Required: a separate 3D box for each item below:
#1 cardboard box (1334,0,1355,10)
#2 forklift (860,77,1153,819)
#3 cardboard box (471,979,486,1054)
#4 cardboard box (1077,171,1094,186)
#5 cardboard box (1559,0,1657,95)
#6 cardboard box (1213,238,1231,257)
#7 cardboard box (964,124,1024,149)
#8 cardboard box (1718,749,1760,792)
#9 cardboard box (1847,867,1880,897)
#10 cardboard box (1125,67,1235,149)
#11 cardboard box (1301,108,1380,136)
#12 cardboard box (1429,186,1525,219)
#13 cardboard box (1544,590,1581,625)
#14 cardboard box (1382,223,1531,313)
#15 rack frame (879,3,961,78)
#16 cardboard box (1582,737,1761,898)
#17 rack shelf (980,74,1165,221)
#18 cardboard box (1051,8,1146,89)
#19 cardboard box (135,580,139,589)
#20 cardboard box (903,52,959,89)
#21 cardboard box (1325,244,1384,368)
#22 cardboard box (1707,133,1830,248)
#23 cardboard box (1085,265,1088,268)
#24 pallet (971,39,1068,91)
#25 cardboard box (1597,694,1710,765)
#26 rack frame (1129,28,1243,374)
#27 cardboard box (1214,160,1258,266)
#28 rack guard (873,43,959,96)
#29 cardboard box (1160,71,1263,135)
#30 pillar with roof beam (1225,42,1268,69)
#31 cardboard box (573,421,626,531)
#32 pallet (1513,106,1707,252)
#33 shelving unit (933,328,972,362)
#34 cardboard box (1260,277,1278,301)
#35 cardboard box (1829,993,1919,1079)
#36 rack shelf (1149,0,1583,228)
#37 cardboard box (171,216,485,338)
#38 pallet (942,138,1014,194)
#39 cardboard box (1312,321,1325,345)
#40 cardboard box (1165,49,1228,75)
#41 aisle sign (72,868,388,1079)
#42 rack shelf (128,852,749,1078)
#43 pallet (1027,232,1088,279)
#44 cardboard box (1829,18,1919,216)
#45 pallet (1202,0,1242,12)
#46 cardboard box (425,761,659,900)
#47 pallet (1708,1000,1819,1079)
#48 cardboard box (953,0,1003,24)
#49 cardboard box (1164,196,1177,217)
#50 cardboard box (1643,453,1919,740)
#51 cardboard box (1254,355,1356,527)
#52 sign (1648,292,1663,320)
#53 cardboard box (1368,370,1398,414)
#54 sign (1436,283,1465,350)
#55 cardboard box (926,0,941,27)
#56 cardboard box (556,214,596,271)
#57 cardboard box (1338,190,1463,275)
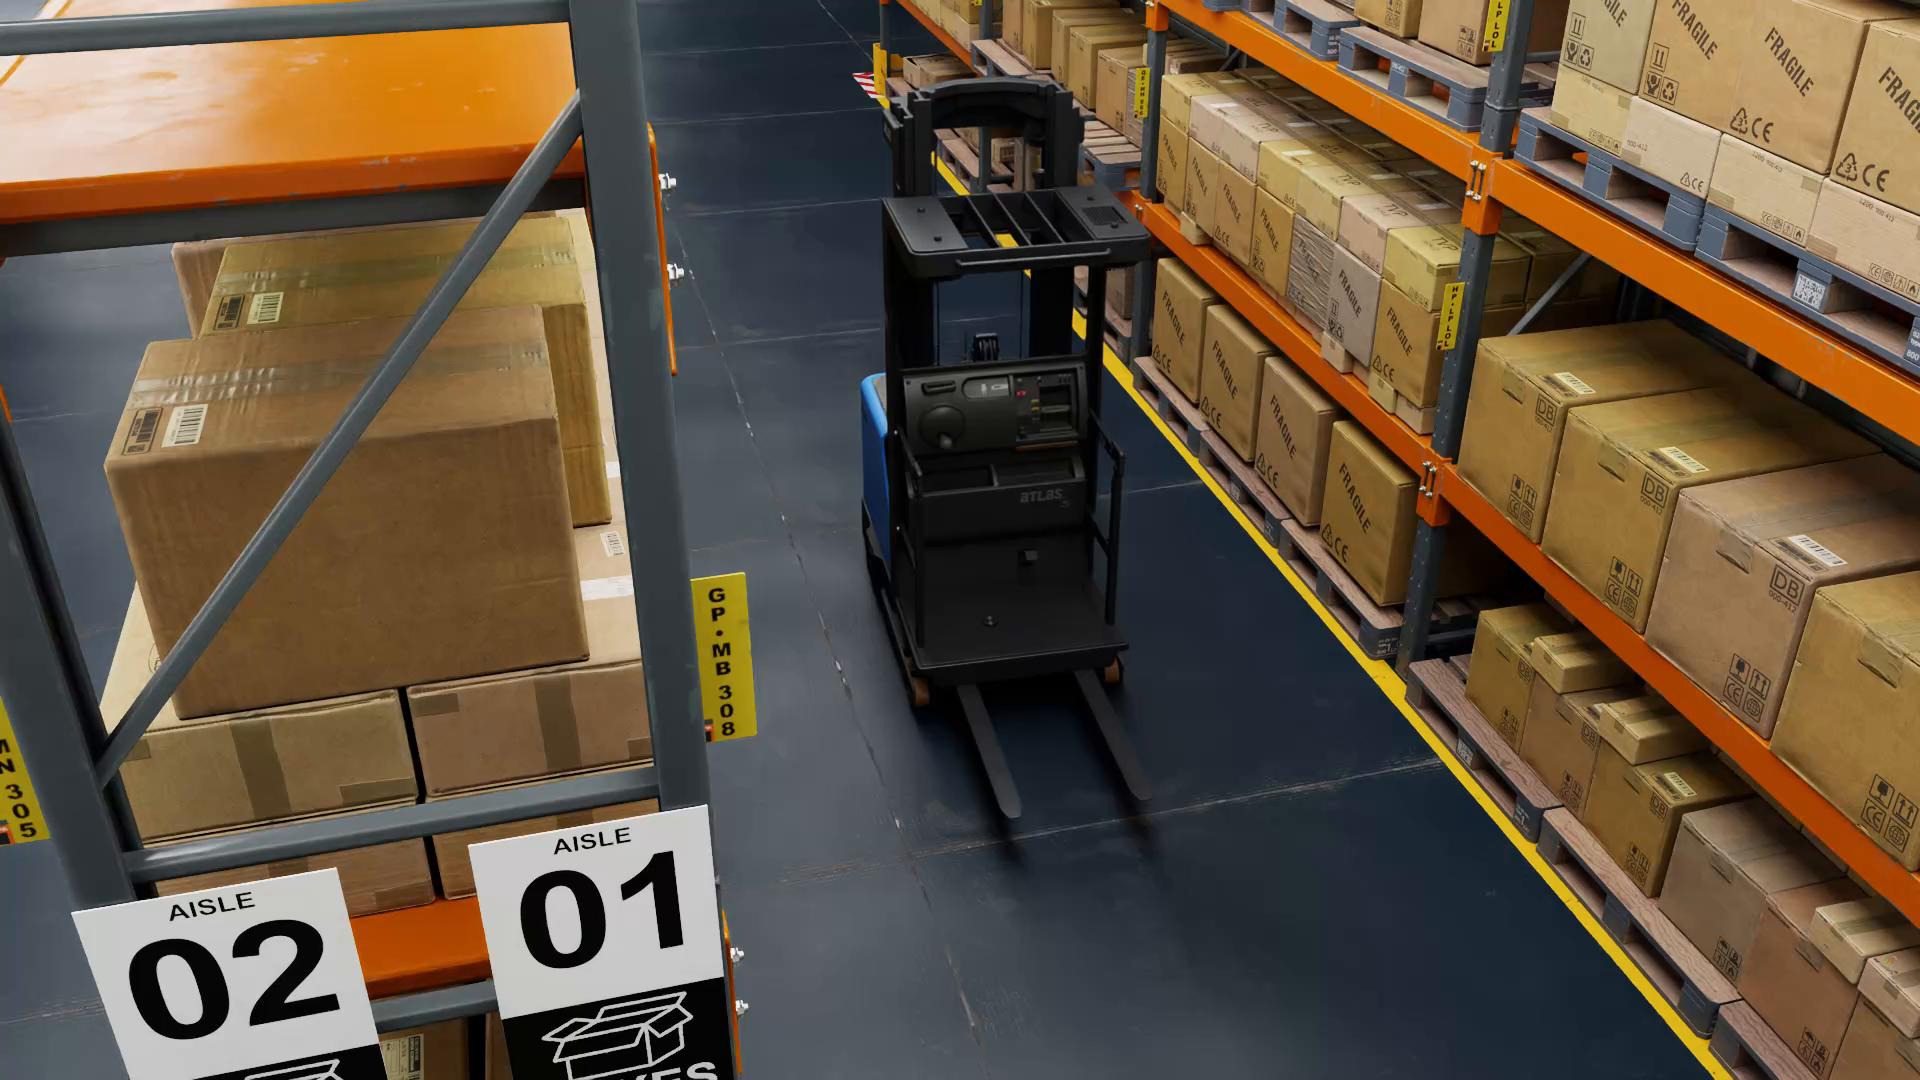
[{"bbox_3d":[2.384,-3.125,8.853,0.700,0.500,0.500,-8,31,-13],"label":"cardboard box"},{"bbox_3d":[0.227,-0.613,8.114,1.130,2.935,3.031,-6,31,-10],"label":"forklift"},{"bbox_3d":[-1.439,1.051,4.073,0.500,0.500,0.500,-7,31,-12],"label":"cardboard box"},{"bbox_3d":[1.257,-2.880,13.271,0.500,0.250,0.500,-8,31,-14],"label":"cardboard box"},{"bbox_3d":[2.711,-2.044,6.407,0.500,0.500,0.500,-8,31,-14],"label":"cardboard box"},{"bbox_3d":[1.828,-1.918,10.531,0.380,0.149,0.250,-8,31,-14],"label":"cardboard box"},{"bbox_3d":[0.355,-4.111,16.146,0.500,0.500,0.500,-10,32,-17],"label":"cardboard box"},{"bbox_3d":[3.393,0.883,6.890,0.380,0.149,0.250,-8,31,-14],"label":"cardboard box"},{"bbox_3d":[3.597,1.252,6.253,0.380,0.149,0.250,-8,31,-13],"label":"cardboard box"},{"bbox_3d":[1.596,-3.034,11.690,0.700,0.500,0.500,-12,32,-19],"label":"cardboard box"},{"bbox_3d":[2.368,-2.397,9.963,0.500,0.250,0.500,-9,31,-15],"label":"cardboard box"},{"bbox_3d":[2.776,-1.657,8.684,0.500,0.250,0.500,-7,31,-13],"label":"cardboard box"},{"bbox_3d":[3.045,0.255,7.975,0.380,0.149,0.250,-8,31,-14],"label":"cardboard box"},{"bbox_3d":[2.422,-1.340,8.136,0.500,0.250,0.500,-7,31,-12],"label":"cardboard box"},{"bbox_3d":[-0.393,-6.439,18.111,1.000,3.000,0.127,-8,31,-13],"label":"rack frame"},{"bbox_3d":[3.156,1.123,7.123,0.700,0.500,0.500,-7,31,-12],"label":"cardboard box"},{"bbox_3d":[1.200,-3.230,13.285,1.077,0.370,4.000,-8,31,-13],"label":"rack shelf"},{"bbox_3d":[1.118,-3.906,13.195,0.700,0.500,0.500,-4,30,-6],"label":"cardboard box"},{"bbox_3d":[-1.436,0.044,3.567,0.500,0.250,0.500,-8,31,-13],"label":"cardboard box"},{"bbox_3d":[-0.296,-5.119,18.076,0.500,0.311,0.500,-11,32,-19],"label":"cardboard box"},{"bbox_3d":[2.282,-1.258,8.744,0.500,0.500,0.500,-8,31,-13],"label":"cardboard box"},{"bbox_3d":[2.987,-1.238,5.762,0.500,0.250,0.500,-9,31,-15],"label":"cardboard box"},{"bbox_3d":[1.306,-2.525,13.405,0.700,0.500,0.500,-8,31,-14],"label":"cardboard box"},{"bbox_3d":[0.732,-4.035,14.150,1.003,0.211,1.213,-8,31,-13],"label":"pallet"},{"bbox_3d":[2.946,0.793,7.046,0.380,0.149,0.250,-9,31,-15],"label":"cardboard box"},{"bbox_3d":[1.731,-2.575,11.436,1.000,3.000,0.127,-8,31,-13],"label":"rack frame"},{"bbox_3d":[1.874,-1.993,10.013,0.500,0.500,0.500,-8,31,-13],"label":"cardboard box"},{"bbox_3d":[-0.372,-5.320,18.674,1.175,0.500,0.348,-8,31,-13],"label":"rack guard"},{"bbox_3d":[1.610,-2.813,10.681,0.500,0.250,0.500,-7,31,-12],"label":"cardboard box"},{"bbox_3d":[-1.931,-5.342,10.227,9.100,9.000,0.400,-8,31,-13],"label":"pillar with roof beam"},{"bbox_3d":[-0.932,-0.026,3.687,0.500,0.250,0.500,-8,31,-13],"label":"cardboard box"},{"bbox_3d":[3.000,-1.506,6.684,1.003,0.211,1.213,-8,31,-13],"label":"pallet"},{"bbox_3d":[-0.060,-0.660,9.924,0.258,1.200,0.189,-6,31,-10],"label":"shelving unit"},{"bbox_3d":[2.013,-1.546,9.888,0.380,0.149,0.250,-8,31,-13],"label":"cardboard box"},{"bbox_3d":[3.572,1.864,5.842,0.700,0.500,0.500,-8,31,-13],"label":"cardboard box"},{"bbox_3d":[2.262,-2.596,9.196,1.077,0.370,4.000,-8,31,-13],"label":"rack shelf"},{"bbox_3d":[-1.360,-0.551,3.846,0.700,0.500,0.500,-8,31,-13],"label":"cardboard box"},{"bbox_3d":[0.457,-3.620,16.024,1.003,0.211,1.213,-8,31,-13],"label":"pallet"},{"bbox_3d":[2.187,-1.165,9.231,0.380,0.149,0.250,-8,31,-13],"label":"cardboard box"},{"bbox_3d":[1.610,-3.252,11.419,0.380,0.149,0.250,-12,32,-20],"label":"cardboard box"},{"bbox_3d":[-1.198,0.898,2.841,0.394,0.787,0.004,-8,31,-13],"label":"aisle sign"},{"bbox_3d":[-1.452,-0.004,4.717,1.077,0.370,4.000,-8,31,-13],"label":"rack shelf"},{"bbox_3d":[1.205,-2.334,13.803,1.003,0.211,1.213,-8,31,-13],"label":"pallet"},{"bbox_3d":[3.128,-1.305,5.130,0.500,0.500,0.500,-9,31,-15],"label":"cardboard box"},{"bbox_3d":[1.953,-3.488,10.206,1.213,0.211,1.003,-6,31,-11],"label":"pallet"},{"bbox_3d":[-0.812,0.434,3.392,0.500,0.250,0.500,-8,31,-13],"label":"cardboard box"},{"bbox_3d":[3.567,2.120,6.108,1.003,0.211,1.213,-8,31,-13],"label":"pallet"},{"bbox_3d":[0.246,-4.962,14.942,0.500,0.500,0.500,-8,31,-13],"label":"cardboard box"},{"bbox_3d":[1.595,-2.285,11.166,0.380,0.149,0.250,-8,31,-14],"label":"cardboard box"},{"bbox_3d":[3.312,0.195,6.351,0.980,0.700,0.700,-9,31,-16],"label":"cardboard box"},{"bbox_3d":[2.256,-0.620,9.785,0.750,0.750,0.750,-7,31,-12],"label":"cardboard box"},{"bbox_3d":[3.327,-1.127,7.990,0.100,0.325,0.005,-8,31,-13],"label":"sign"},{"bbox_3d":[2.340,-0.787,8.578,0.380,0.149,0.250,-7,31,-12],"label":"cardboard box"},{"bbox_3d":[2.272,-1.033,7.695,0.100,0.325,0.005,-8,31,-13],"label":"sign"},{"bbox_3d":[-0.021,-5.122,15.965,0.500,0.250,0.500,-8,31,-14],"label":"cardboard box"},{"bbox_3d":[-1.332,-0.750,4.939,0.500,0.250,0.500,-8,31,-13],"label":"cardboard box"},{"bbox_3d":[2.295,-1.588,8.565,0.500,0.250,0.500,-7,31,-12],"label":"cardboard box"}]
